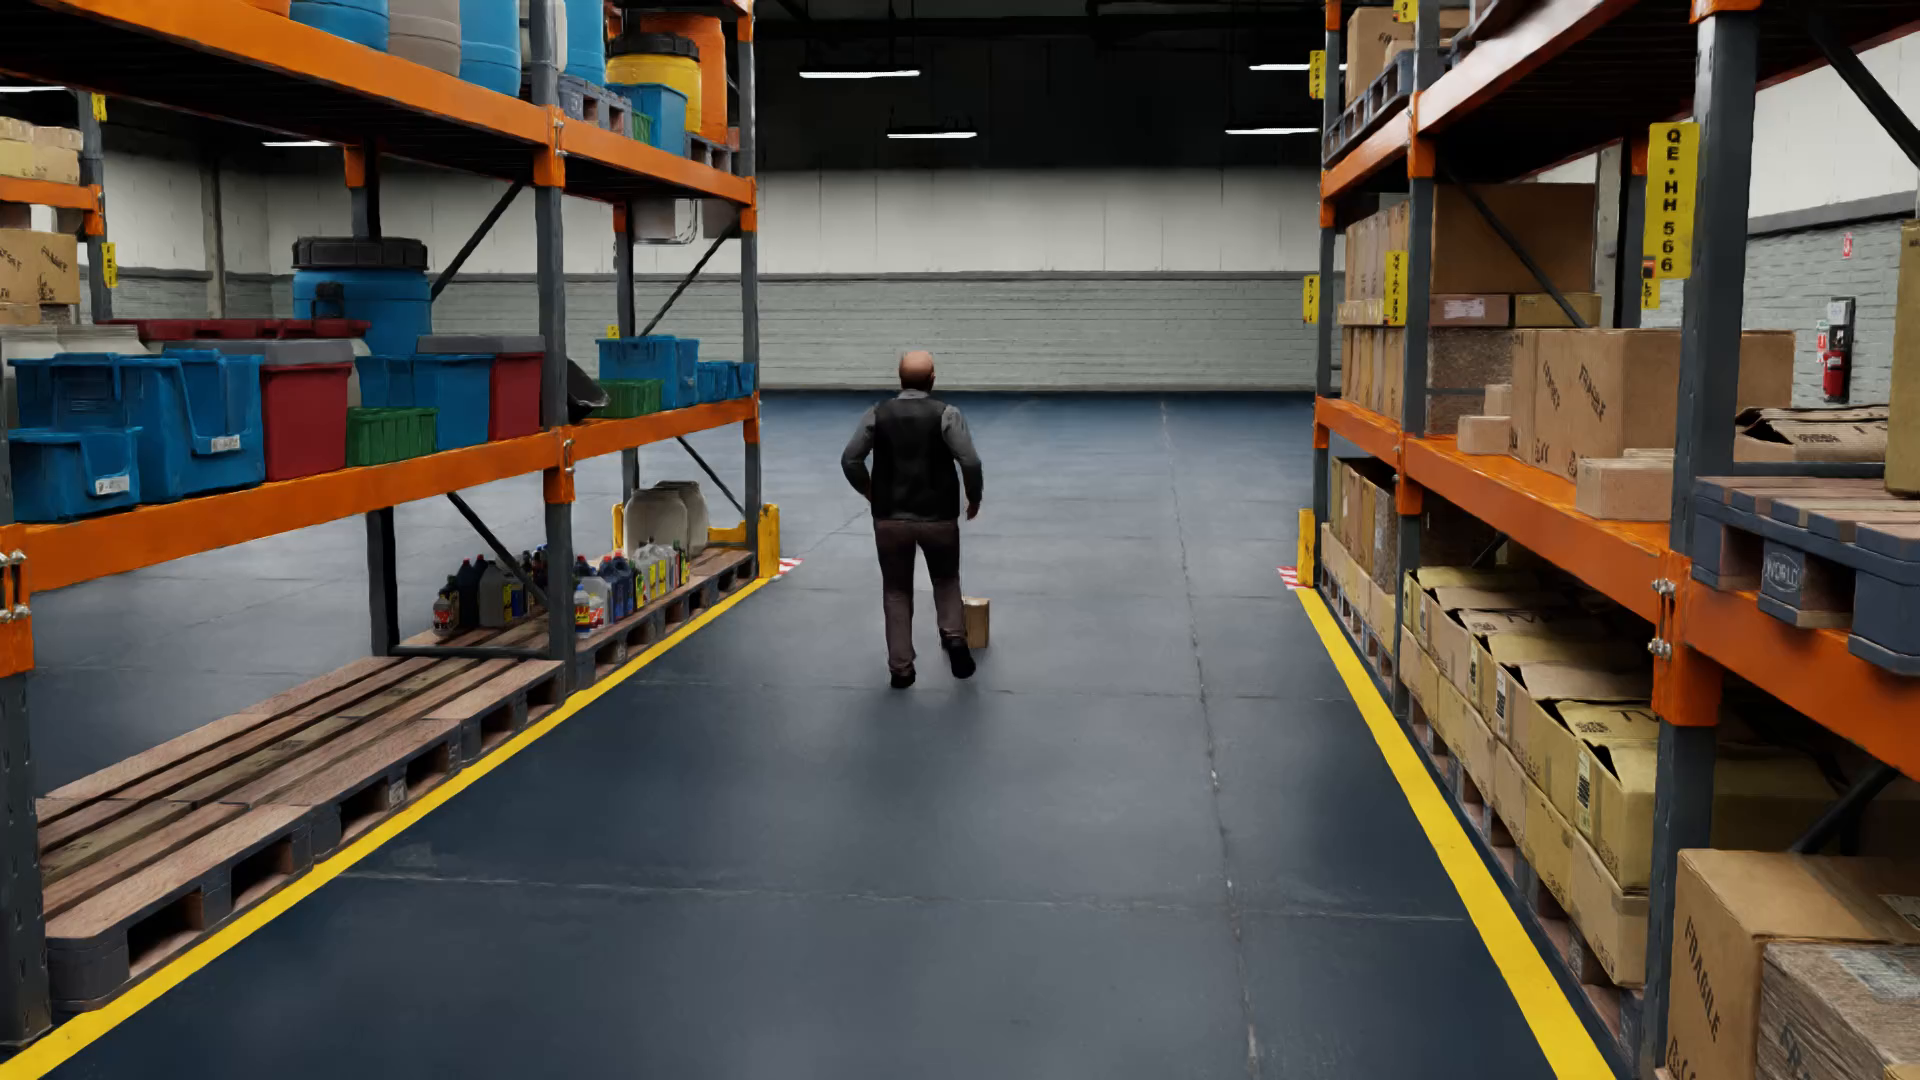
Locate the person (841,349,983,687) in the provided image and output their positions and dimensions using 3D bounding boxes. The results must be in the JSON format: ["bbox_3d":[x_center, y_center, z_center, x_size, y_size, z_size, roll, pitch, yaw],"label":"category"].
[{"bbox_3d":[-0.238,-0.107,8.346,0.701,1.691,0.509,0,8,0],"label":"person"}]
